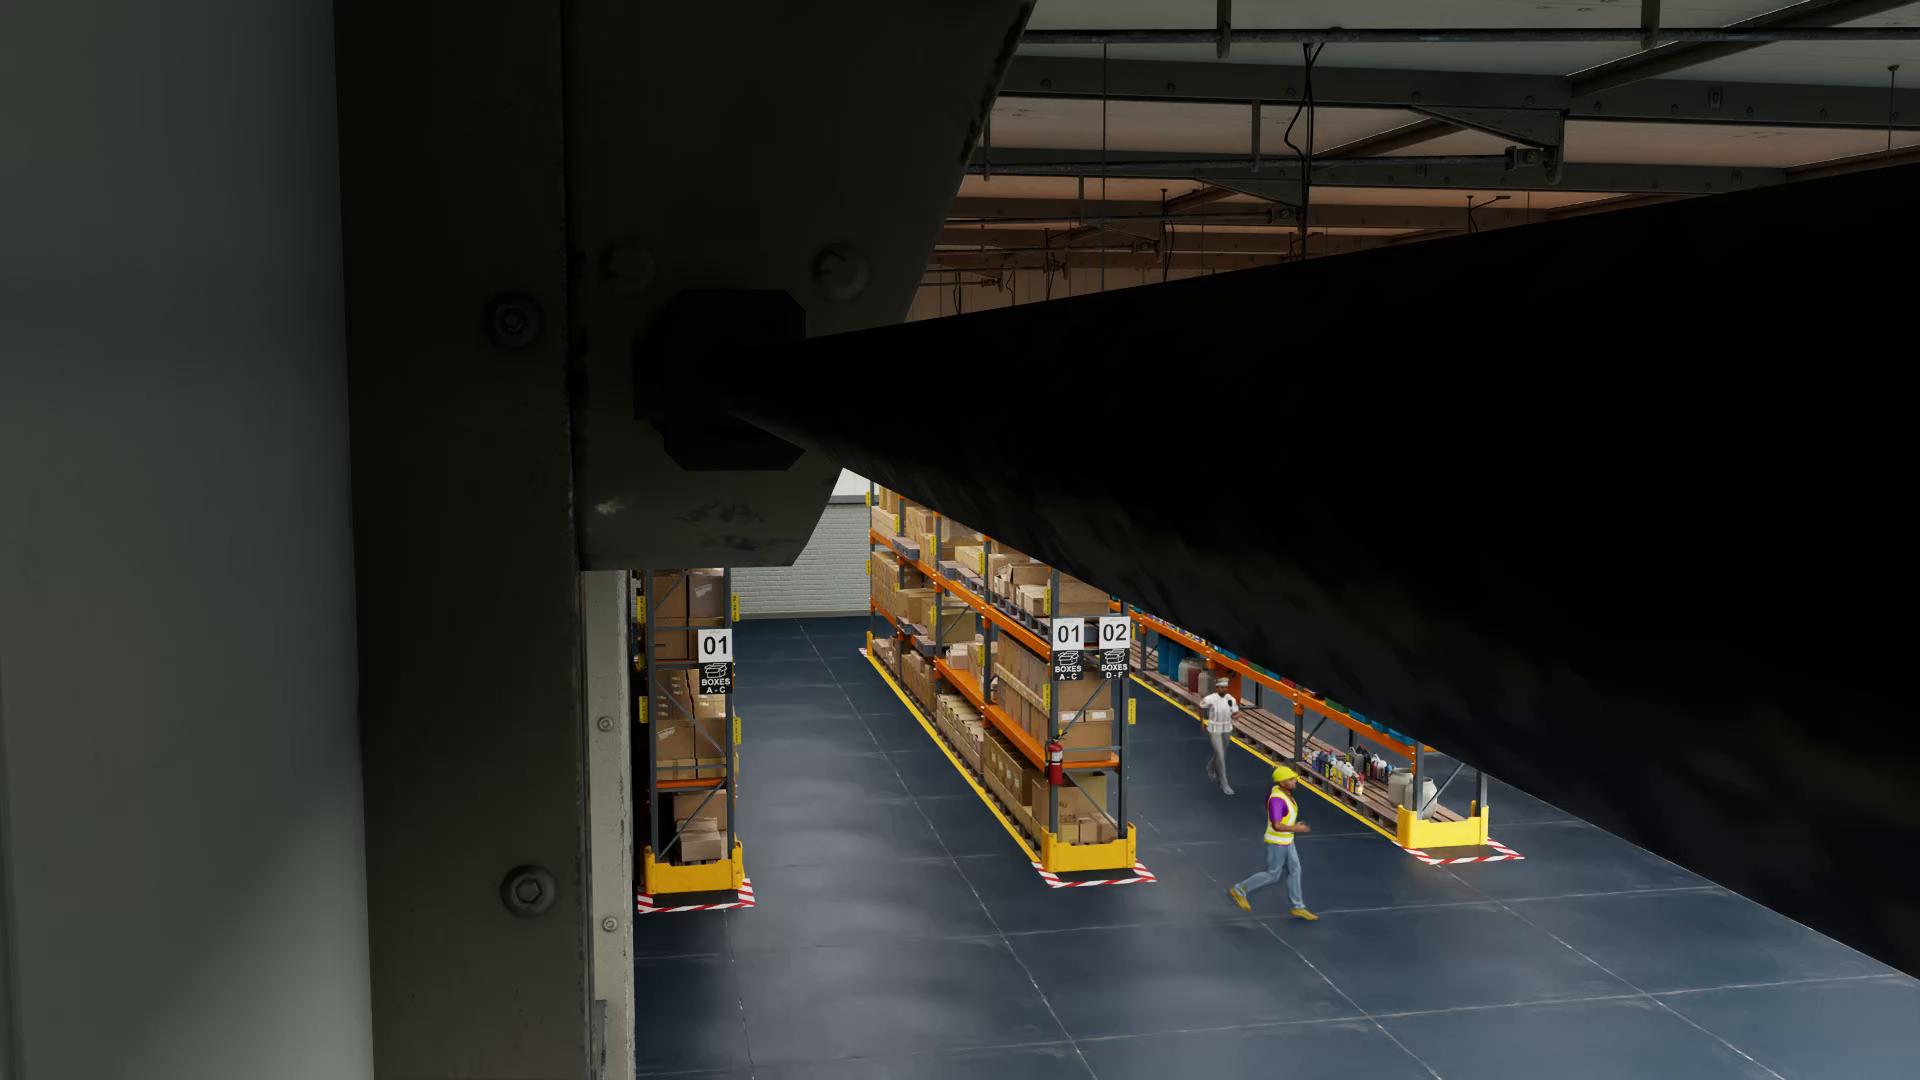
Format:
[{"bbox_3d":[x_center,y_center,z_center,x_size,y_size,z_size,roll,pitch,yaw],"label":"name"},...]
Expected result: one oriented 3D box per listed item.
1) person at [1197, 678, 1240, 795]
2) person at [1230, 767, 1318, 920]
[{"bbox_3d":[3.879,2.872,24.870,0.567,1.692,0.933,-2,6,-18],"label":"person"},{"bbox_3d":[3.625,3.464,19.078,0.975,1.772,0.710,2,6,19],"label":"person"}]
